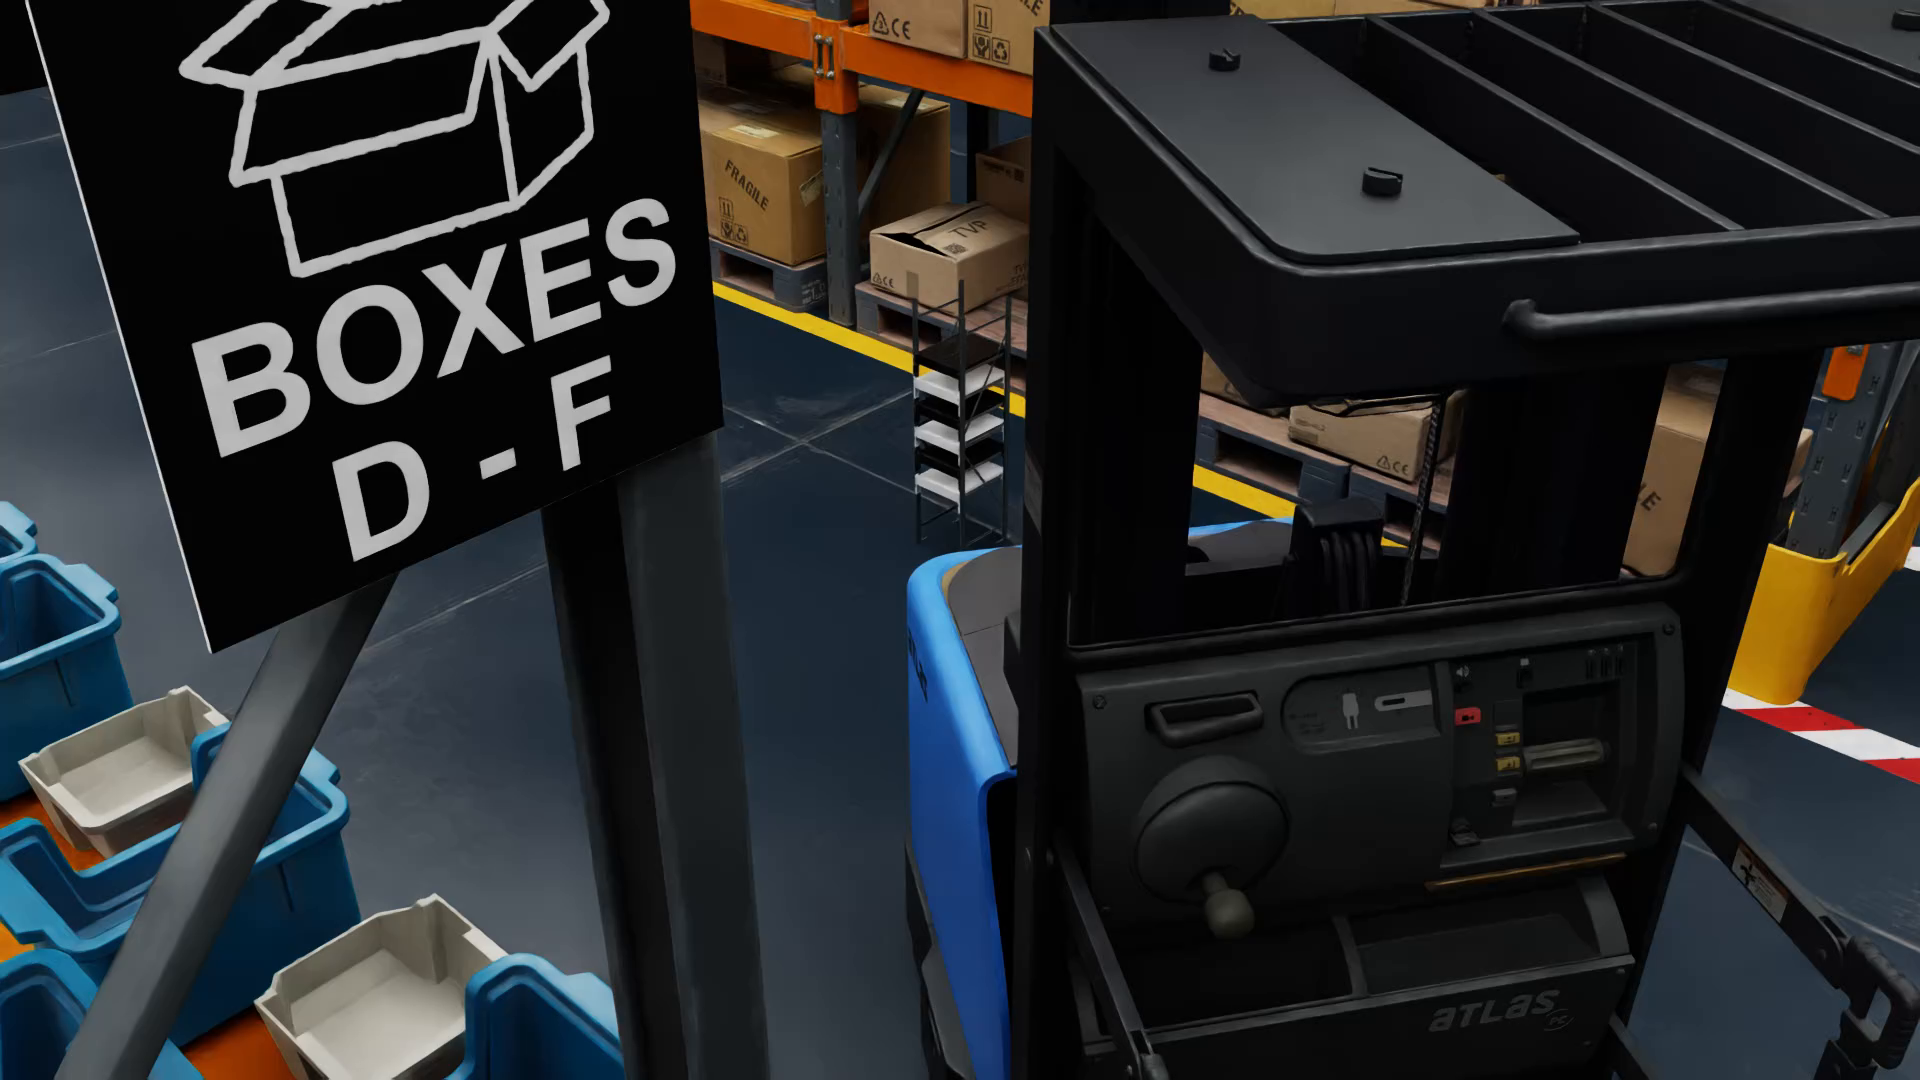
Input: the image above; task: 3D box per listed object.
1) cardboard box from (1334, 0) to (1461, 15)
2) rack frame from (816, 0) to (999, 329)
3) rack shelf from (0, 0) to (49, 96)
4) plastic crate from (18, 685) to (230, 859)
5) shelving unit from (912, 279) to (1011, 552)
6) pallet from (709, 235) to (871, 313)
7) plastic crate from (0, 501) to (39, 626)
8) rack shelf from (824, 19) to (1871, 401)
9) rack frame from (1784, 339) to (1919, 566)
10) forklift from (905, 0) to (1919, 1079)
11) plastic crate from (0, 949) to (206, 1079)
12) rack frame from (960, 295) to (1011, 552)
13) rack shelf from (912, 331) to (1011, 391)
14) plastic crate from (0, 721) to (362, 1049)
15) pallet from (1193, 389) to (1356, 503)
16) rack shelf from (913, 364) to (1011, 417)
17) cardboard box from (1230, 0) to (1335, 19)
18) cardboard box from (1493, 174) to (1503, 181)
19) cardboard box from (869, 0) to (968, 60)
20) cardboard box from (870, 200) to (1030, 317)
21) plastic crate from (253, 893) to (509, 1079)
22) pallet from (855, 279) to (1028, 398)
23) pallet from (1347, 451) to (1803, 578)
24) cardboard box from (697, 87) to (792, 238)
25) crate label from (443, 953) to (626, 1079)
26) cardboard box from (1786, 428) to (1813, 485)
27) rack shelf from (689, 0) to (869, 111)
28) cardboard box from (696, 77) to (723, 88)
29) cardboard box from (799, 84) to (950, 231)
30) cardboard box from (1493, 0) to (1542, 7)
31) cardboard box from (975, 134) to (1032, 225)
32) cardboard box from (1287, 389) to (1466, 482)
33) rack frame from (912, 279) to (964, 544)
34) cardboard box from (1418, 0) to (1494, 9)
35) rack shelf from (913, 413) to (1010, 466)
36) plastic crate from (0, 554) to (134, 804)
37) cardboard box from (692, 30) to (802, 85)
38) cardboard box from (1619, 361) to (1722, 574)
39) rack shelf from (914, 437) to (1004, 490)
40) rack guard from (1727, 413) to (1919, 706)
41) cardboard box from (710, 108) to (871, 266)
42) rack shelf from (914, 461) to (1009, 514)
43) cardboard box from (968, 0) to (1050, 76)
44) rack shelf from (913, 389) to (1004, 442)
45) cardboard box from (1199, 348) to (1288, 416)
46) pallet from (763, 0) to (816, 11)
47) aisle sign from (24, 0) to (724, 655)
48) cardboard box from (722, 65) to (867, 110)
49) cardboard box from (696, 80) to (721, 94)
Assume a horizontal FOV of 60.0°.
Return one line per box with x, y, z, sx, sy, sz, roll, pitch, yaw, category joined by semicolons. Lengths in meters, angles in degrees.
1.499;-1.483;5.209;0.500;0.500;0.500;25;39;35;cardboard box
-0.199;-2.421;6.863;0.127;3.000;1.000;25;39;35;rack frame
-2.042;-0.813;1.981;4.000;0.370;1.077;25;39;35;rack shelf
-1.207;0.355;2.450;0.298;0.136;0.250;25;39;35;plastic crate
0.006;-0.383;5.513;0.210;0.900;0.258;25;39;35;shelving unit
-0.827;-1.493;8.026;1.213;0.211;1.003;25;39;35;pallet
-1.720;0.131;2.728;0.300;0.233;0.416;25;39;35;plastic crate
1.284;-1.421;5.899;4.000;0.370;1.077;25;39;35;rack shelf
2.767;-1.037;4.564;0.127;3.000;1.000;25;39;35;rack frame
0.677;0.389;2.261;1.130;2.935;3.031;-6;32;-10;forklift
-0.933;0.771;1.469;0.499;0.435;0.616;25;39;35;plastic crate
0.081;-0.348;5.455;0.006;0.900;0.240;25;39;35;rack frame
0.006;-0.585;5.391;0.200;0.077;0.258;25;39;35;rack shelf
-1.010;0.463;2.176;0.300;0.233;0.416;25;39;35;plastic crate
1.219;-0.566;6.486;1.213;0.211;1.003;25;39;35;pallet
0.006;-0.508;5.438;0.200;0.077;0.258;25;39;35;rack shelf
1.126;-1.658;5.498;0.500;0.500;0.500;24;39;34;cardboard box
1.865;-1.309;4.918;0.500;0.500;0.500;25;39;35;cardboard box
-0.004;-2.183;6.371;0.500;0.500;0.500;26;40;36;cardboard box
-0.033;-1.229;7.064;0.500;0.311;0.500;25;39;35;cardboard box
-0.704;0.590;2.060;0.298;0.136;0.250;25;39;35;plastic crate
0.310;-0.988;7.187;1.213;0.211;1.003;25;39;35;pallet
2.119;-0.144;5.784;1.213;0.211;1.003;25;39;35;pallet
-1.118;-1.774;7.786;0.500;0.500;0.500;25;39;35;cardboard box
-0.522;0.691;1.798;0.303;0.233;0.416;25;39;35;crate label
2.687;-0.280;5.644;0.250;0.149;0.380;25;39;35;cardboard box
-1.681;-2.805;8.198;4.000;0.370;1.077;25;39;35;rack shelf
-1.162;-2.155;8.419;0.500;0.500;0.500;26;39;36;cardboard box
-0.394;-1.799;7.827;0.500;0.500;0.500;23;38;33;cardboard box
1.877;-1.731;4.651;0.500;0.500;0.500;26;40;36;cardboard box
0.414;-1.450;7.247;0.500;0.500;0.500;25;39;35;cardboard box
1.514;-0.481;5.881;0.500;0.250;0.500;25;39;35;cardboard box
-0.069;-0.418;5.572;0.006;0.900;0.240;25;39;35;rack frame
1.490;-1.909;4.946;0.500;0.500;0.500;26;40;36;cardboard box
0.006;-0.354;5.530;0.200;0.077;0.258;25;39;35;rack shelf
-1.498;0.235;2.555;0.300;0.233;0.416;25;39;35;plastic crate
-1.135;-2.466;8.209;0.500;0.250;0.500;25;39;35;cardboard box
2.199;-0.248;5.251;0.500;0.500;0.500;25;39;35;cardboard box
0.006;-0.277;5.577;0.200;0.077;0.258;25;39;35;rack shelf
2.711;0.008;5.252;0.348;0.500;1.175;25;39;35;rack guard
-0.757;-1.600;7.496;0.500;0.500;0.500;25;39;35;cardboard box
0.006;-0.200;5.623;0.200;0.077;0.258;25;39;35;rack shelf
0.378;-2.007;6.079;0.500;0.500;0.500;26;40;36;cardboard box
0.006;-0.431;5.484;0.200;0.077;0.258;25;39;35;rack shelf
1.198;-0.892;6.317;0.637;0.503;0.797;25;39;35;cardboard box
-0.718;-2.657;7.441;1.213;0.211;1.003;25;39;35;pallet
-0.307;-0.346;0.896;0.004;0.787;0.394;25;39;35;aisle sign
-0.797;-1.979;8.127;0.500;0.500;0.500;26;39;36;cardboard box
-1.489;-1.948;8.074;0.500;0.500;0.500;26;39;36;cardboard box
